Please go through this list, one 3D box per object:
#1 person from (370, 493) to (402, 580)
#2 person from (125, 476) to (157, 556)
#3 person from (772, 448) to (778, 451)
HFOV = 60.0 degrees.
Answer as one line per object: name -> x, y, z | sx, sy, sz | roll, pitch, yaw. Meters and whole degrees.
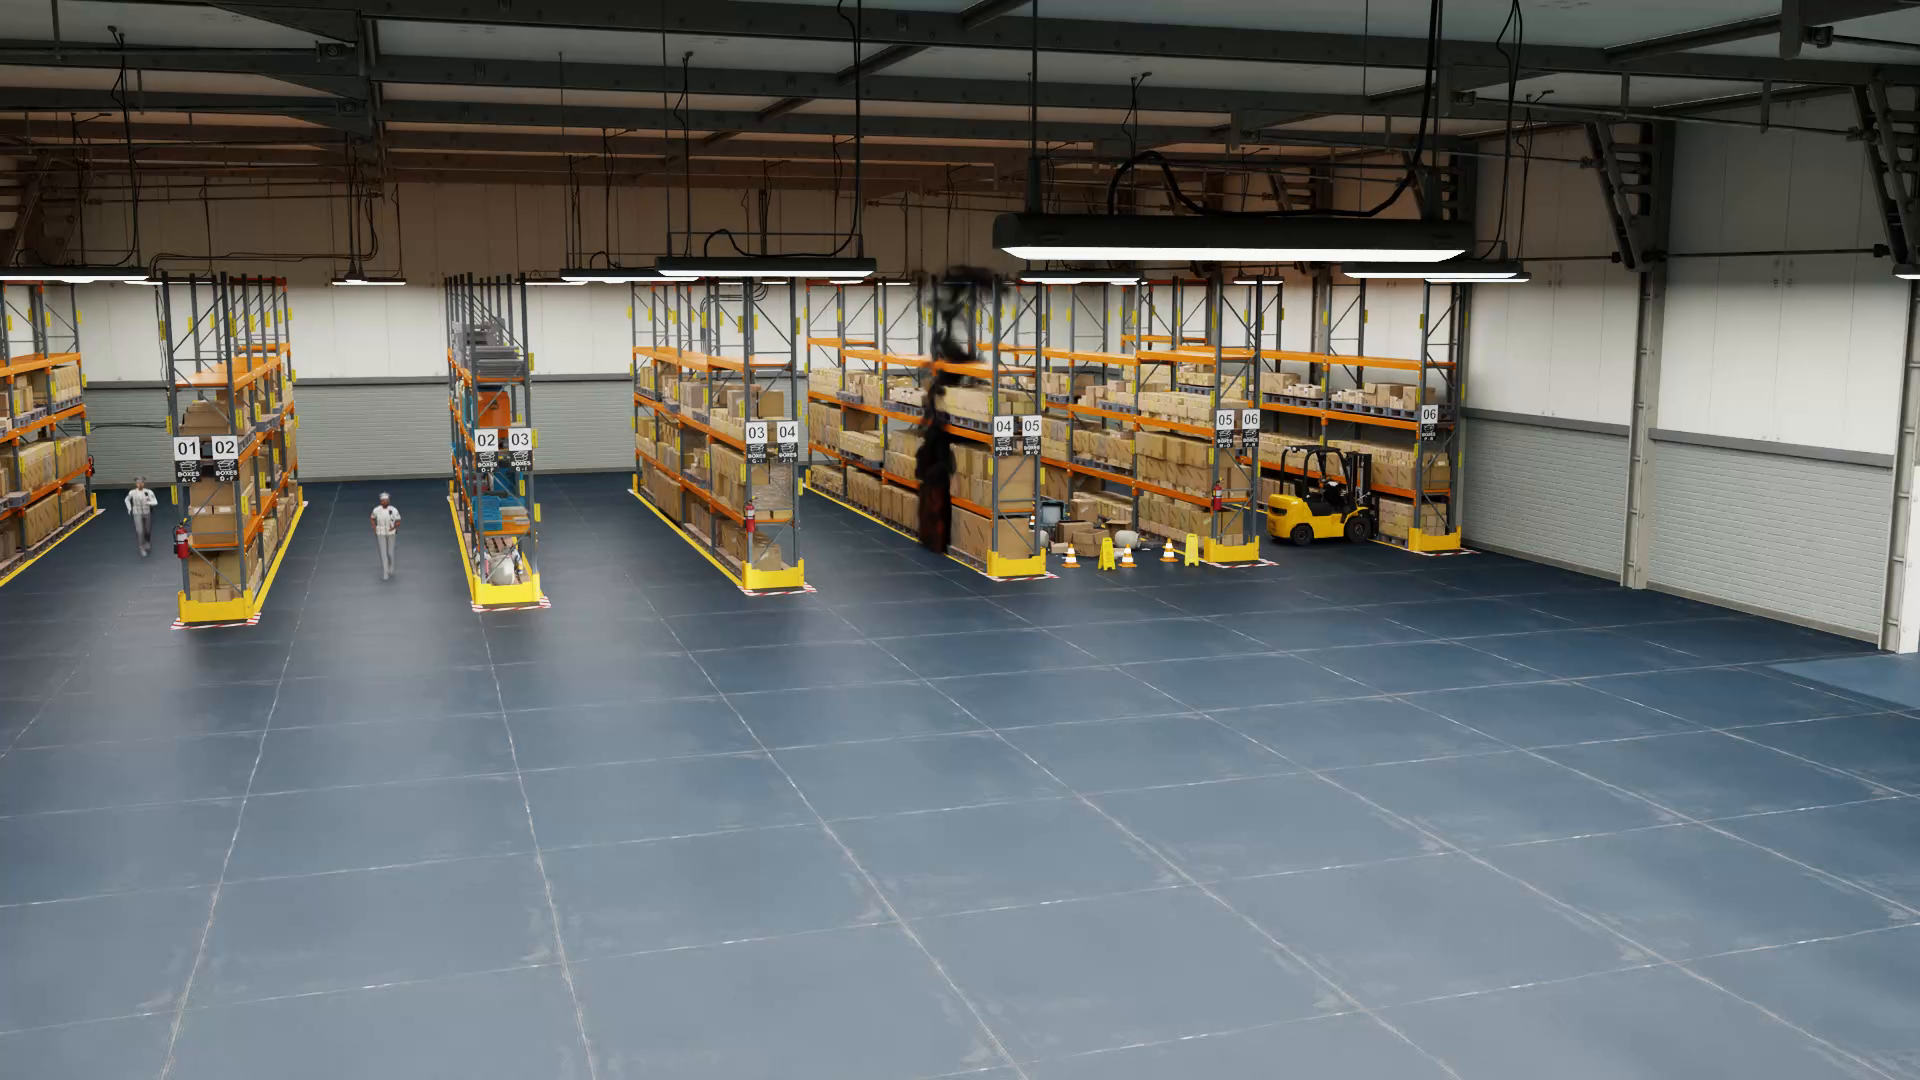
person -> -11.427, -0.085, 33.151 | 0.592, 1.744, 0.781 | -3, 9, -17
person -> -17.668, -0.539, 35.933 | 0.611, 1.669, 0.940 | -5, 10, -30
person -> -5.103, -2.152, 46.414 | 0.694, 1.760, 0.854 | -1, 9, -8
